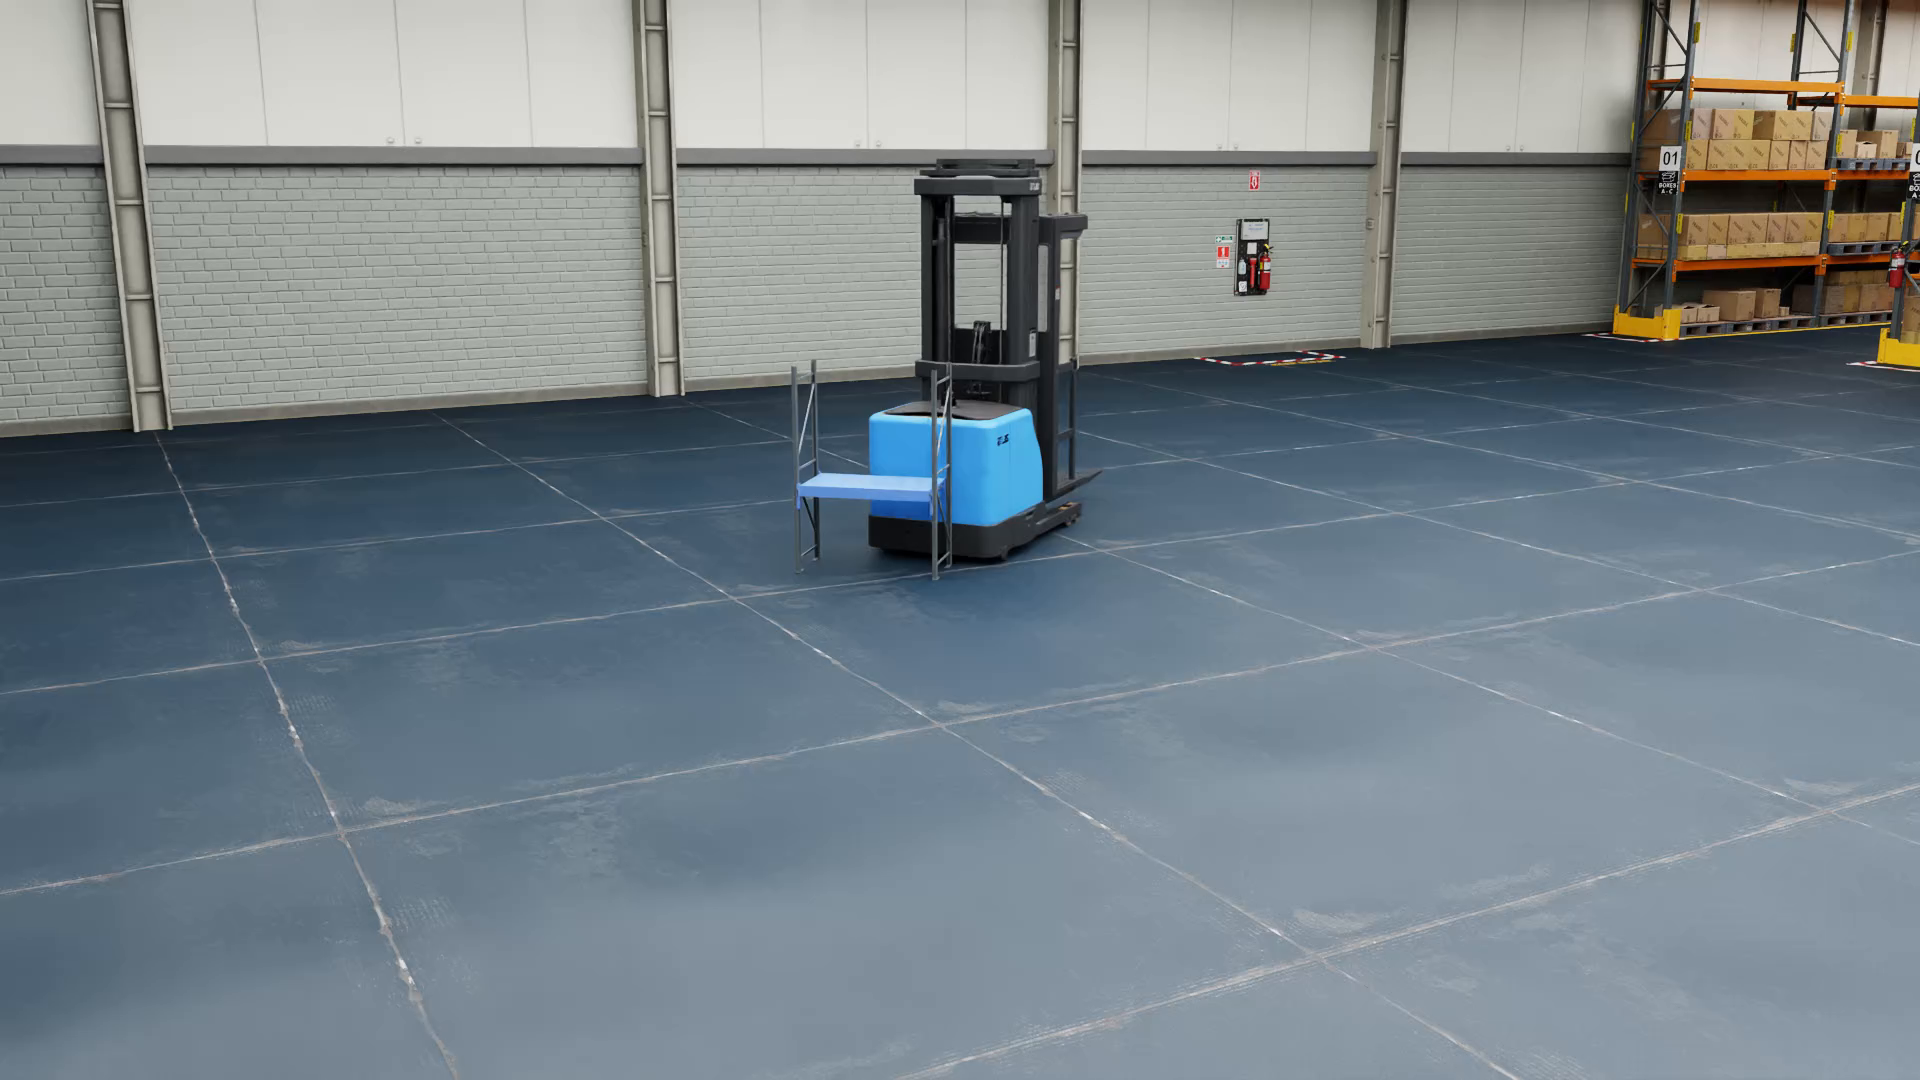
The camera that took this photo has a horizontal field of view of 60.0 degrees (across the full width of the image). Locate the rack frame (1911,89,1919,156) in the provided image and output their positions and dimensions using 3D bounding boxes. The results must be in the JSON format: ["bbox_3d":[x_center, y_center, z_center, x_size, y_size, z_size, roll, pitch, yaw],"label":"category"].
[{"bbox_3d":[14.190,-6.967,23.569,0.127,3.000,1.000,-7,14,-28],"label":"rack frame"}]

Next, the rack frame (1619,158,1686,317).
[{"bbox_3d":[11.813,-4.994,28.468,0.127,3.000,1.000,-7,14,-28],"label":"rack frame"}]

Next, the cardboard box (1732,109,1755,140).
[{"bbox_3d":[13.177,-7.097,28.428,0.500,0.500,0.500,-6,14,-26],"label":"cardboard box"}]

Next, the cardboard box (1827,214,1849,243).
[{"bbox_3d":[15.787,-5.725,30.487,0.500,0.500,0.700,-7,14,-28],"label":"cardboard box"}]

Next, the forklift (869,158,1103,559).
[{"bbox_3d":[0.364,-1.571,13.415,1.130,2.935,3.031,6,14,23],"label":"forklift"}]

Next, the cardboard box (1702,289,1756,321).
[{"bbox_3d":[13.632,-4.172,29.507,0.500,0.500,0.700,-8,15,-31],"label":"cardboard box"}]

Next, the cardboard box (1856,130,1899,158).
[{"bbox_3d":[16.925,-7.304,30.715,0.500,0.500,0.500,-7,15,-30],"label":"cardboard box"}]

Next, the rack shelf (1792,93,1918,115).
[{"bbox_3d":[17.080,-8.006,30.737,4.000,0.370,1.077,-7,14,-28],"label":"rack shelf"}]

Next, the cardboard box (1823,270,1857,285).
[{"bbox_3d":[16.347,-4.903,31.049,0.500,0.250,0.500,-7,15,-29],"label":"cardboard box"}]

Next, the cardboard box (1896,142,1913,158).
[{"bbox_3d":[17.653,-7.241,31.338,0.637,0.503,0.797,-5,14,-20],"label":"cardboard box"}]

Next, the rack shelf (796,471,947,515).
[{"bbox_3d":[-0.625,-0.342,12.034,1.000,0.185,0.538,3,13,12],"label":"rack shelf"}]

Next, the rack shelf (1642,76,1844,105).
[{"bbox_3d":[13.569,-7.779,28.824,4.000,0.370,1.077,-7,14,-28],"label":"rack shelf"}]

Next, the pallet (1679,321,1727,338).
[{"bbox_3d":[12.610,-3.720,29.159,1.213,0.211,1.003,-7,14,-28],"label":"pallet"}]

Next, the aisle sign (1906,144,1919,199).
[{"bbox_3d":[13.992,-5.358,24.163,0.004,0.787,0.394,-7,14,-28],"label":"aisle sign"}]

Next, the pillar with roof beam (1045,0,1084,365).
[{"bbox_3d":[3.543,-6.069,19.581,0.400,9.000,9.100,-7,14,-28],"label":"pillar with roof beam"}]

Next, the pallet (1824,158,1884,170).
[{"bbox_3d":[15.917,-6.831,30.227,1.003,0.211,1.213,-7,14,-28],"label":"pallet"}]

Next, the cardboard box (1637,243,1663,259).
[{"bbox_3d":[12.131,-5.017,28.867,0.500,0.250,0.500,-7,14,-27],"label":"cardboard box"}]

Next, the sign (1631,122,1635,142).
[{"bbox_3d":[11.565,-6.998,28.526,0.005,0.325,0.100,-7,14,-28],"label":"sign"}]

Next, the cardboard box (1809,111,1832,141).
[{"bbox_3d":[15.015,-7.320,29.419,0.500,0.500,0.500,-8,15,-33],"label":"cardboard box"}]

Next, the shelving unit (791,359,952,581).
[{"bbox_3d":[-0.625,-0.518,11.994,1.048,1.500,0.538,3,13,12],"label":"shelving unit"}]

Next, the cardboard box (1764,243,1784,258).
[{"bbox_3d":[14.178,-5.136,29.397,0.500,0.250,0.500,-7,14,-28],"label":"cardboard box"}]

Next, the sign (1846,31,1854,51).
[{"bbox_3d":[15.568,-8.729,29.095,0.005,0.325,0.100,-7,14,-28],"label":"sign"}]

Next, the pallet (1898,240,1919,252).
[{"bbox_3d":[18.261,-5.647,31.804,1.003,0.211,1.213,-7,14,-28],"label":"pallet"}]

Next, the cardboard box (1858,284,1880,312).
[{"bbox_3d":[16.859,-4.601,31.411,0.500,0.500,0.700,-7,14,-27],"label":"cardboard box"}]

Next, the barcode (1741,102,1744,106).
[{"bbox_3d":[13.898,-7.742,29.518,0.075,0.075,0.001,-7,14,-28],"label":"barcode"}]

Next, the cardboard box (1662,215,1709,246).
[{"bbox_3d":[12.376,-5.289,28.366,0.500,0.500,0.500,-7,14,-28],"label":"cardboard box"}]

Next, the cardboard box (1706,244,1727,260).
[{"bbox_3d":[12.843,-4.978,28.694,0.500,0.250,0.500,-7,15,-30],"label":"cardboard box"}]

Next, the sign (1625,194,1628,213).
[{"bbox_3d":[11.565,-5.822,28.791,0.005,0.325,0.100,-7,14,-28],"label":"sign"}]

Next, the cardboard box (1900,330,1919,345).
[{"bbox_3d":[14.519,-3.017,24.987,0.500,0.250,0.500,-7,14,-28],"label":"cardboard box"}]

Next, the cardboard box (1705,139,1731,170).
[{"bbox_3d":[12.715,-6.553,28.288,0.500,0.500,0.500,-6,14,-24],"label":"cardboard box"}]

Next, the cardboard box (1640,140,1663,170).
[{"bbox_3d":[12.058,-6.609,28.538,0.500,0.500,0.500,-6,14,-24],"label":"cardboard box"}]

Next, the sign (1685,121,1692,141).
[{"bbox_3d":[12.074,-6.779,27.578,0.005,0.325,0.100,-7,14,-28],"label":"sign"}]

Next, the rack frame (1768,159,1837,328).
[{"bbox_3d":[15.324,-5.415,30.338,0.127,3.000,1.000,-7,14,-28],"label":"rack frame"}]

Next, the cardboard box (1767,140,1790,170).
[{"bbox_3d":[14.081,-6.720,29.031,0.500,0.500,0.500,-7,15,-30],"label":"cardboard box"}]

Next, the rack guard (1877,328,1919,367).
[{"bbox_3d":[14.169,-2.818,24.491,0.348,0.500,1.175,-7,14,-28],"label":"rack guard"}]

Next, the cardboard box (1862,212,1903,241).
[{"bbox_3d":[17.345,-5.912,31.319,0.500,0.500,0.700,-7,14,-28],"label":"cardboard box"}]

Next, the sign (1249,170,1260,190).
[{"bbox_3d":[4.505,-5.500,25.436,0.199,0.298,0.001,-7,14,-28],"label":"sign"}]

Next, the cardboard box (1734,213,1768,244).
[{"bbox_3d":[13.719,-5.449,29.076,0.500,0.500,0.500,-6,14,-26],"label":"cardboard box"}]

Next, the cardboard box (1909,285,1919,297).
[{"bbox_3d":[18.228,-4.745,32.053,0.500,0.500,0.700,-7,14,-27],"label":"cardboard box"}]

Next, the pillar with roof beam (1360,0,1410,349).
[{"bbox_3d":[8.810,-6.700,22.386,0.400,9.000,9.100,-7,14,-28],"label":"pillar with roof beam"}]

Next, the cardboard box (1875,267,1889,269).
[{"bbox_3d":[17.698,-5.063,31.758,0.500,0.250,0.500,-7,14,-27],"label":"cardboard box"}]

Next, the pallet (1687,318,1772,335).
[{"bbox_3d":[13.680,-3.848,29.726,1.213,0.211,1.003,-7,14,-28],"label":"pallet"}]

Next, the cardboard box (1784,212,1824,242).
[{"bbox_3d":[15.058,-5.608,29.784,0.500,0.500,0.500,-7,14,-28],"label":"cardboard box"}]
